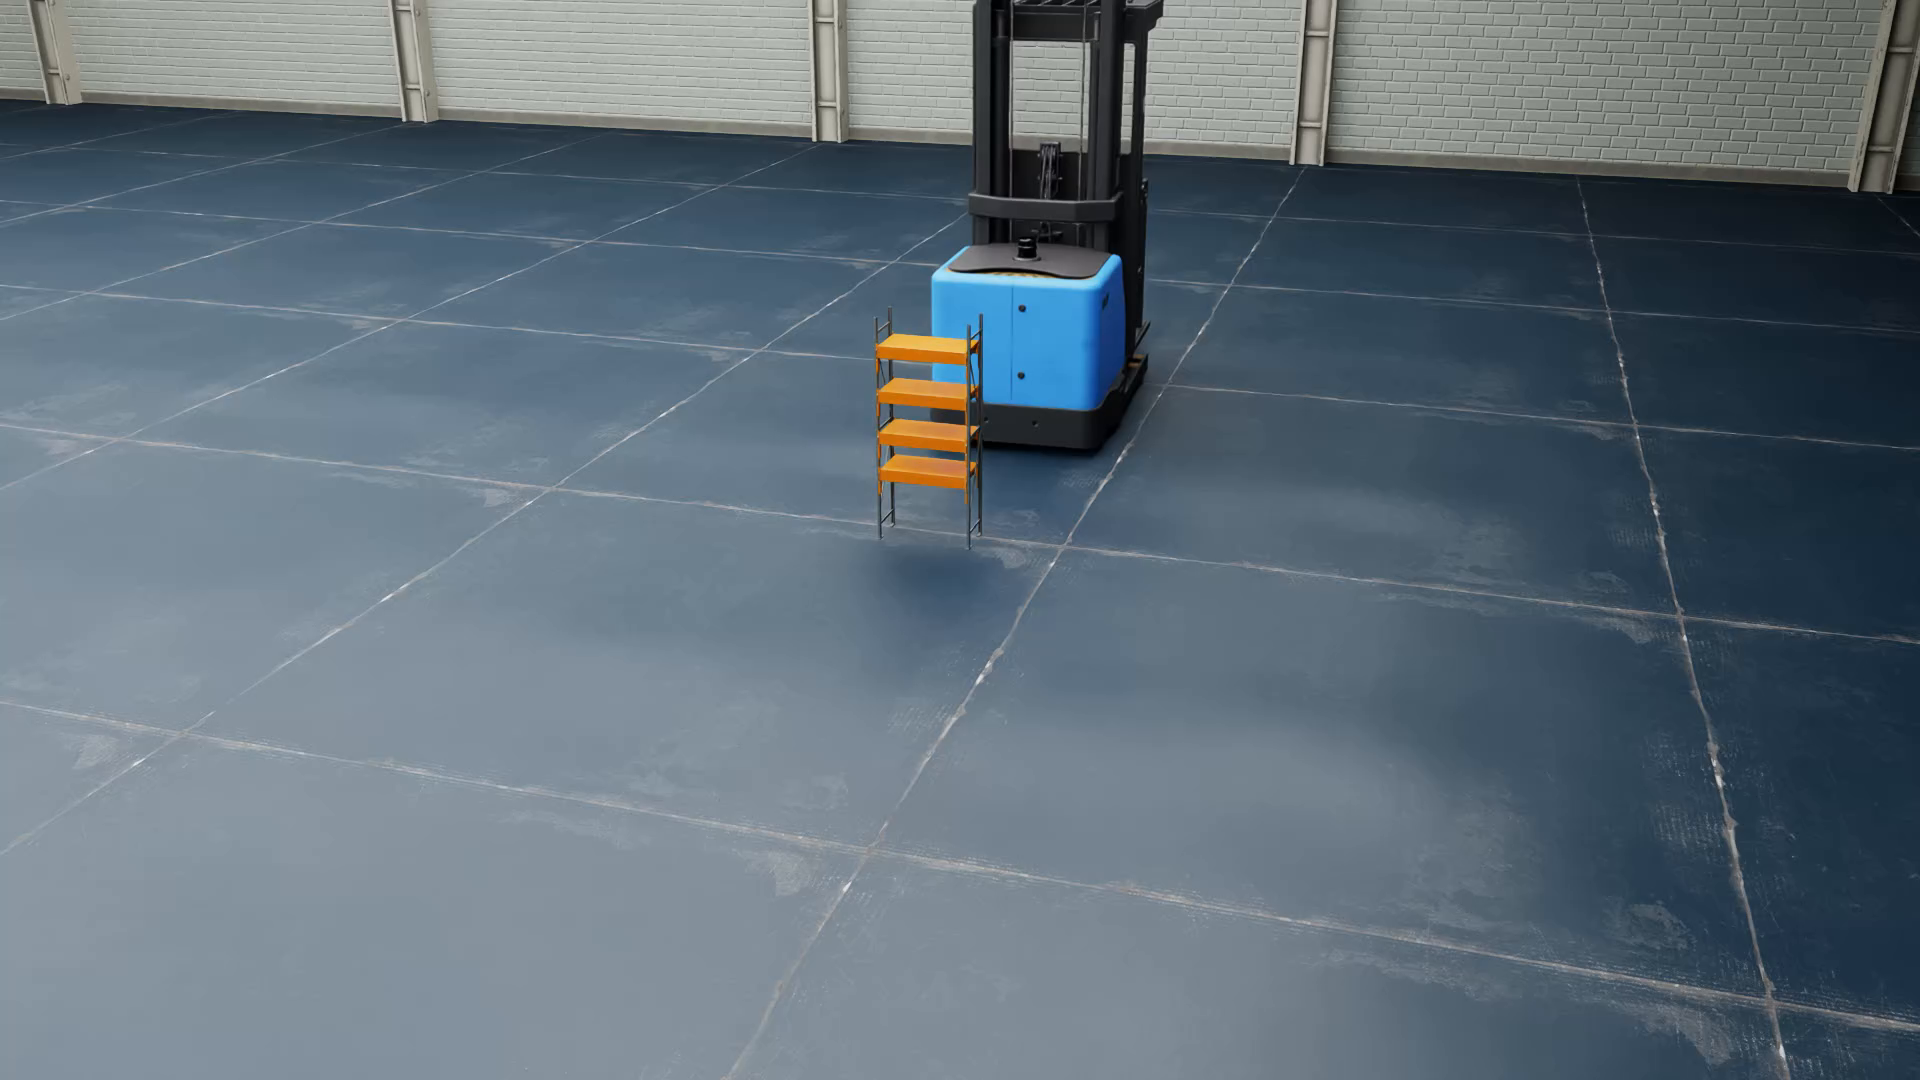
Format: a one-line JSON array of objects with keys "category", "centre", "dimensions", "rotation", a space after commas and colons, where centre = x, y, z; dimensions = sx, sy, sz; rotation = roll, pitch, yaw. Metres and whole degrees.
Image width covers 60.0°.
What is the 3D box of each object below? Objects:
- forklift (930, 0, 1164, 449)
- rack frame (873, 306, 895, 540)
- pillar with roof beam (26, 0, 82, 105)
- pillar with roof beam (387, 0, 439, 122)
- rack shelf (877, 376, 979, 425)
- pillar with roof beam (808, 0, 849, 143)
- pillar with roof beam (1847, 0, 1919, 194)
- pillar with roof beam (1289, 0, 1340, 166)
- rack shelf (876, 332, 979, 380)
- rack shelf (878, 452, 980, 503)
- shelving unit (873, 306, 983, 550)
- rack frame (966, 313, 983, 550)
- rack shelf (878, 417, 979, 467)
[{"category": "forklift", "centre": [0.679, -2.428, 10.828], "dimensions": [1.130, 2.935, 3.031], "rotation": [6, 23, 13]}, {"category": "rack frame", "centre": [-0.392, -0.600, 8.652], "dimensions": [0.015, 1.200, 0.240], "rotation": [7, 23, 16]}, {"category": "pillar with roof beam", "centre": [-14.376, -9.015, 18.889], "dimensions": [0.400, 9.000, 9.100], "rotation": [7, 23, 16]}, {"category": "pillar with roof beam", "centre": [-8.632, -8.357, 17.286], "dimensions": [0.400, 9.000, 9.100], "rotation": [7, 23, 16]}, {"category": "rack shelf", "centre": [-0.158, -0.718, 8.527], "dimensions": [0.480, 0.148, 0.258], "rotation": [7, 23, 16]}, {"category": "pillar with roof beam", "centre": [-2.888, -7.699, 15.682], "dimensions": [0.400, 9.000, 9.100], "rotation": [7, 23, 16]}, {"category": "pillar with roof beam", "centre": [8.601, -6.384, 12.475], "dimensions": [0.400, 9.000, 9.100], "rotation": [7, 23, 16]}, {"category": "pillar with roof beam", "centre": [2.856, -7.042, 14.079], "dimensions": [0.400, 9.000, 9.100], "rotation": [7, 23, 16]}, {"category": "rack shelf", "centre": [-0.158, -0.937, 8.437], "dimensions": [0.480, 0.148, 0.258], "rotation": [7, 23, 16]}, {"category": "rack shelf", "centre": [-0.158, -0.327, 8.687], "dimensions": [0.480, 0.148, 0.258], "rotation": [7, 23, 16]}, {"category": "shelving unit", "centre": [-0.158, -0.573, 8.587], "dimensions": [0.503, 1.200, 0.258], "rotation": [7, 23, 16]}, {"category": "rack frame", "centre": [0.075, -0.547, 8.521], "dimensions": [0.015, 1.200, 0.240], "rotation": [7, 23, 16]}, {"category": "rack shelf", "centre": [-0.158, -0.511, 8.612], "dimensions": [0.480, 0.148, 0.258], "rotation": [7, 23, 16]}]
